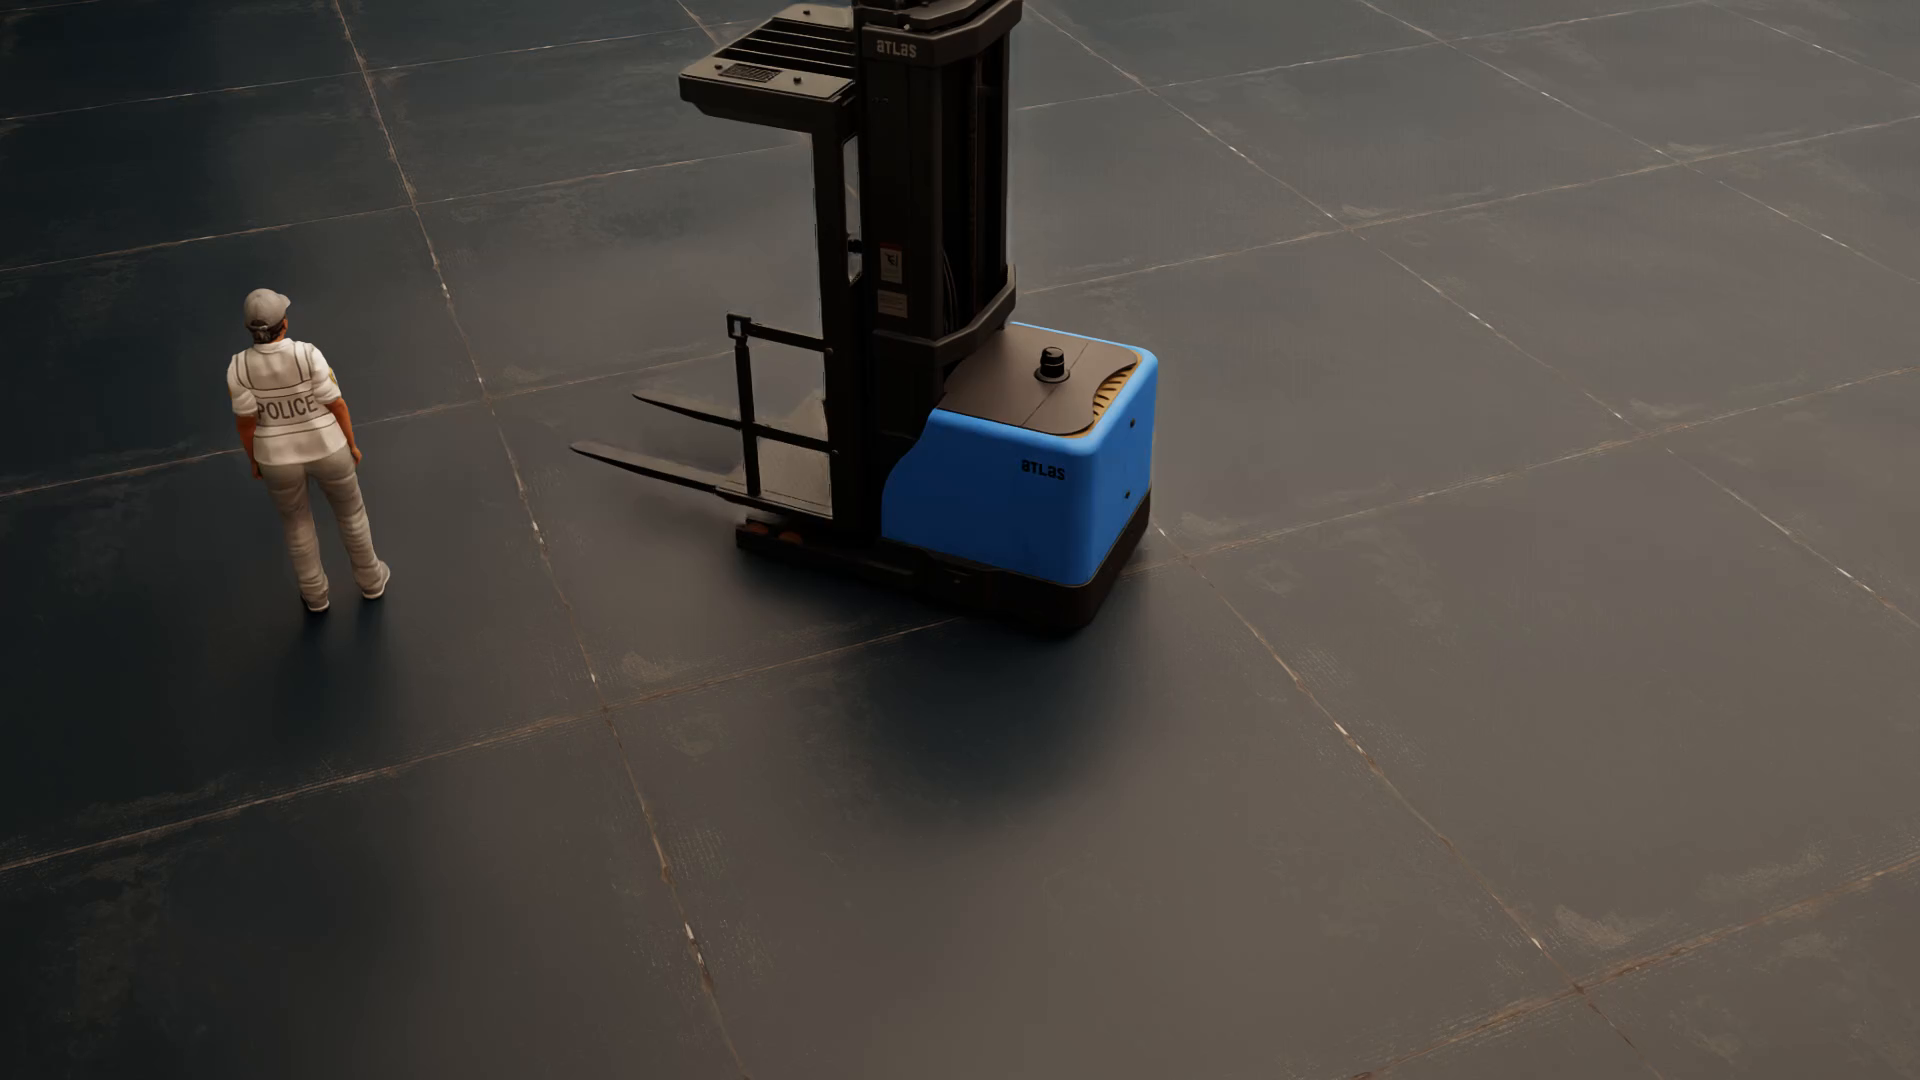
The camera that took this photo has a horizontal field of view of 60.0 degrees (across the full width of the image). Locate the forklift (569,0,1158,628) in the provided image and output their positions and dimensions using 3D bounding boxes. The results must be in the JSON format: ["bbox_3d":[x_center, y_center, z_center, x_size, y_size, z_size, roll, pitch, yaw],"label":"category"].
[{"bbox_3d":[-0.588,-1.334,7.975,3.031,2.935,1.130,14,38,19],"label":"forklift"}]

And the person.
[{"bbox_3d":[-3.067,-0.410,7.774,0.492,1.668,0.389,-11,37,-15],"label":"person"}]
